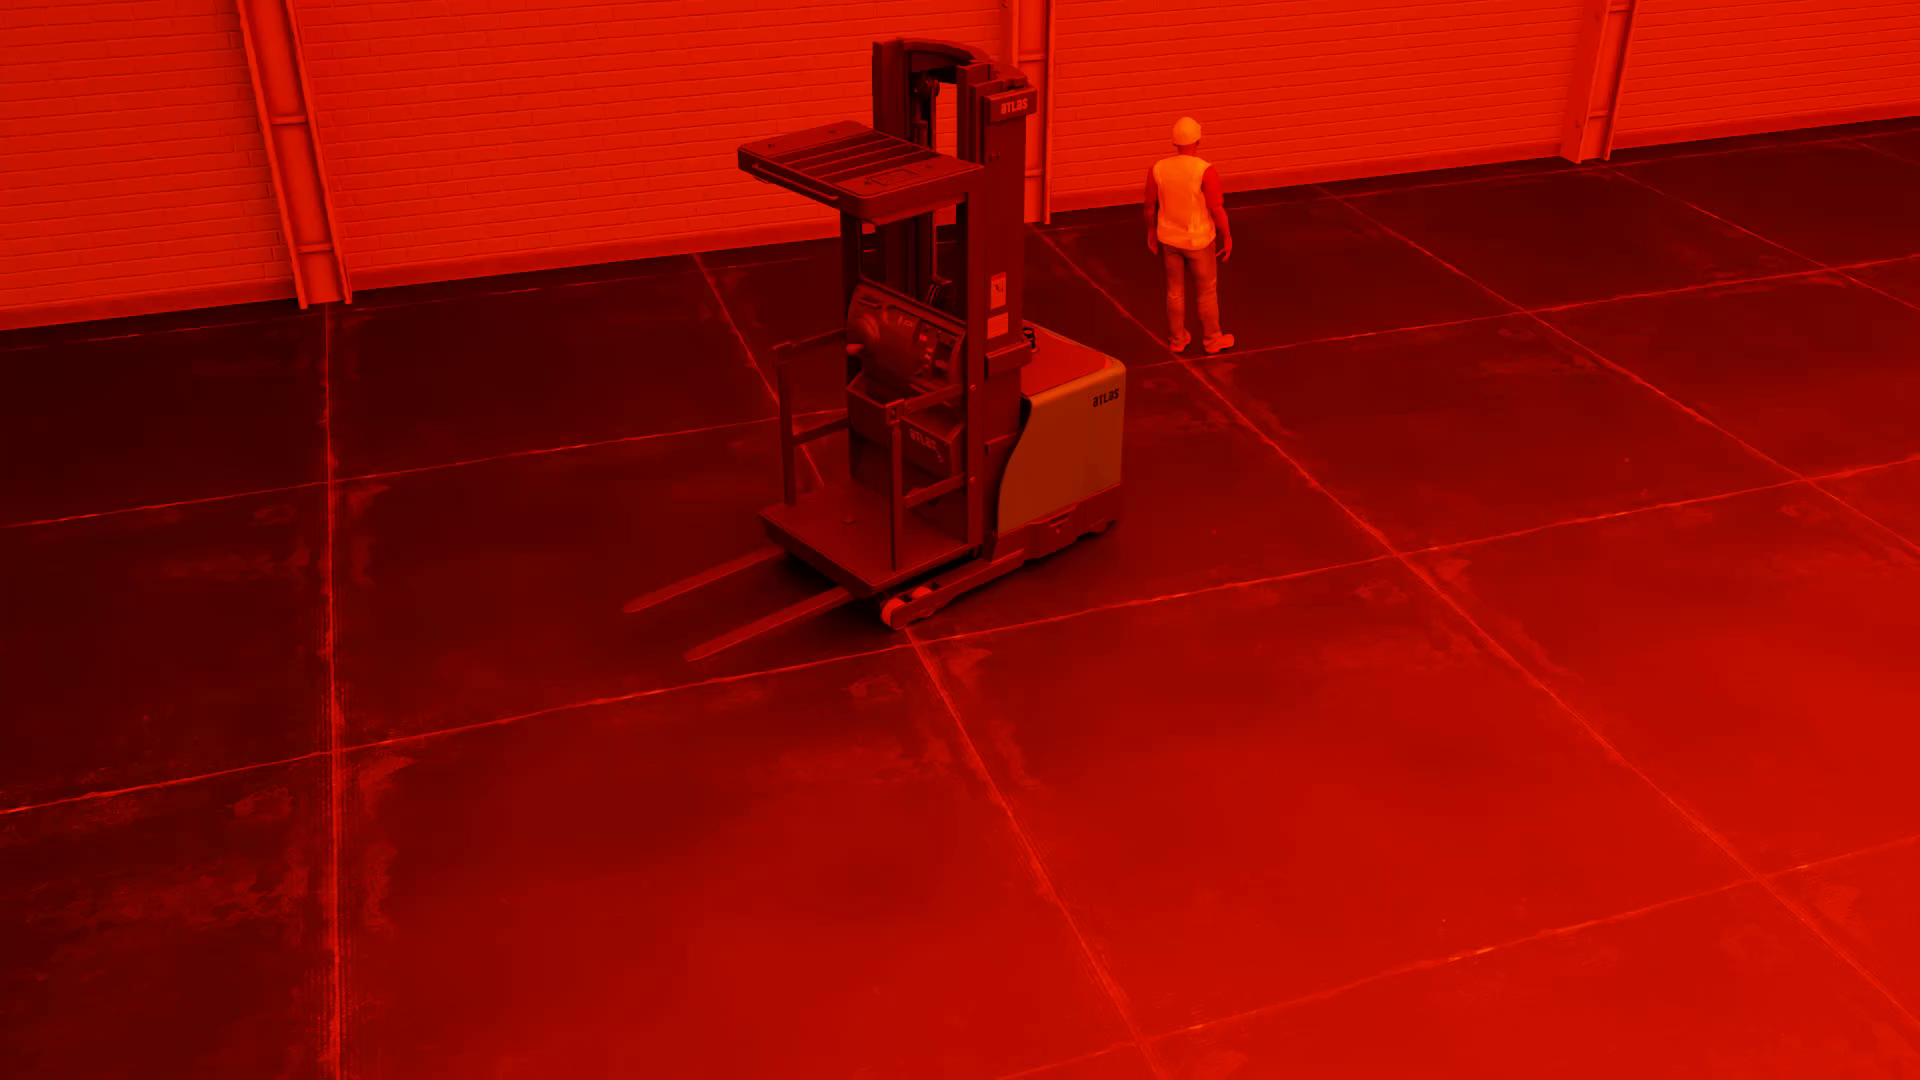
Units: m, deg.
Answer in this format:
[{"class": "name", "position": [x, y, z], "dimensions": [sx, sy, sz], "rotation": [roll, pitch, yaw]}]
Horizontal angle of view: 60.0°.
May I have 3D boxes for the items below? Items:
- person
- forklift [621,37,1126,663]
[{"class": "person", "position": [1.684, -2.222, 12.103], "dimensions": [0.666, 1.765, 0.577], "rotation": [17, 34, 27]}, {"class": "forklift", "position": [-0.461, -1.072, 8.951], "dimensions": [3.031, 2.935, 1.130], "rotation": [-23, 37, -34]}]
